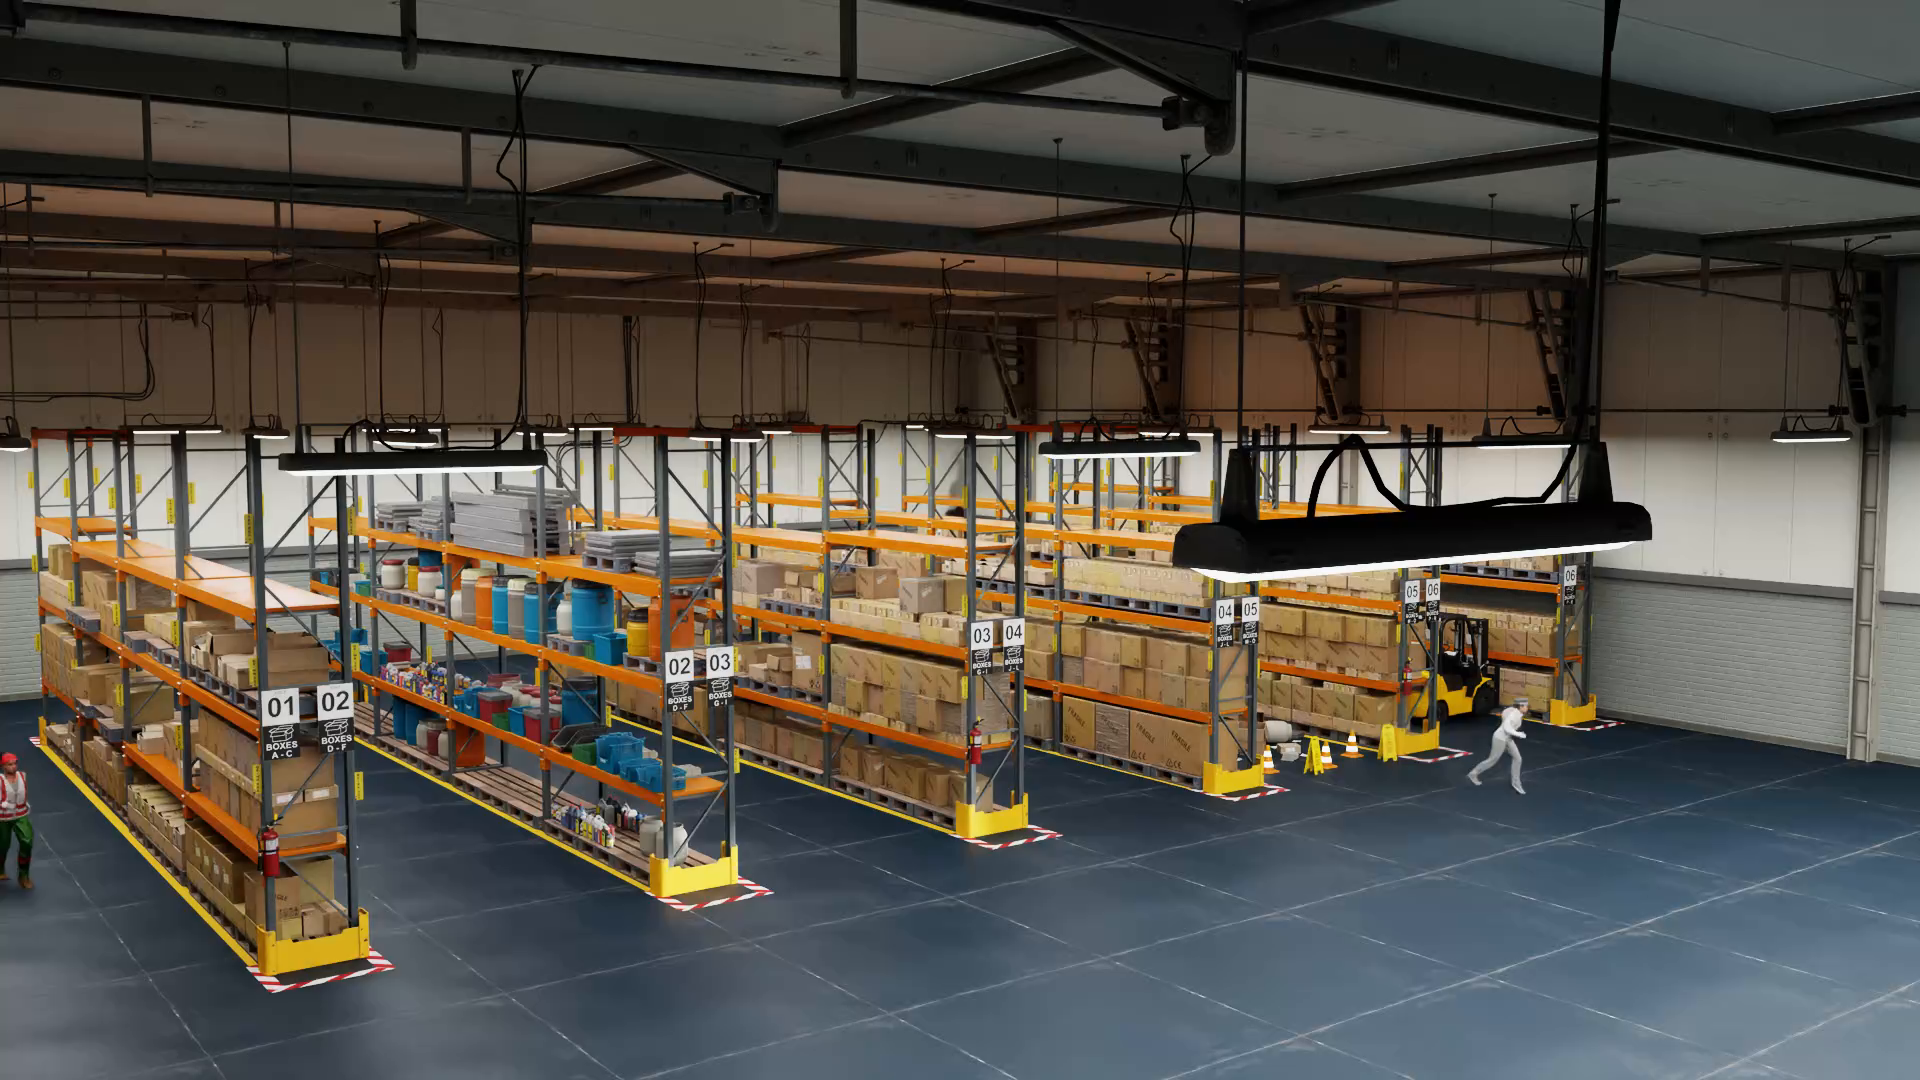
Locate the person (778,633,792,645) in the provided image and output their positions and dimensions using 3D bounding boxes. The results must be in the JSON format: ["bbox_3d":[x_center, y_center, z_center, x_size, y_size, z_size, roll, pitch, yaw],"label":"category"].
[{"bbox_3d":[-4.458,2.187,42.319,0.664,1.643,0.551,-4,6,-38],"label":"person"}]

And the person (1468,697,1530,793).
[{"bbox_3d":[8.961,3.392,27.666,0.964,1.627,0.657,2,5,25],"label":"person"}]

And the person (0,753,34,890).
[{"bbox_3d":[-12.569,3.715,21.994,0.835,1.831,0.588,4,6,43],"label":"person"}]
